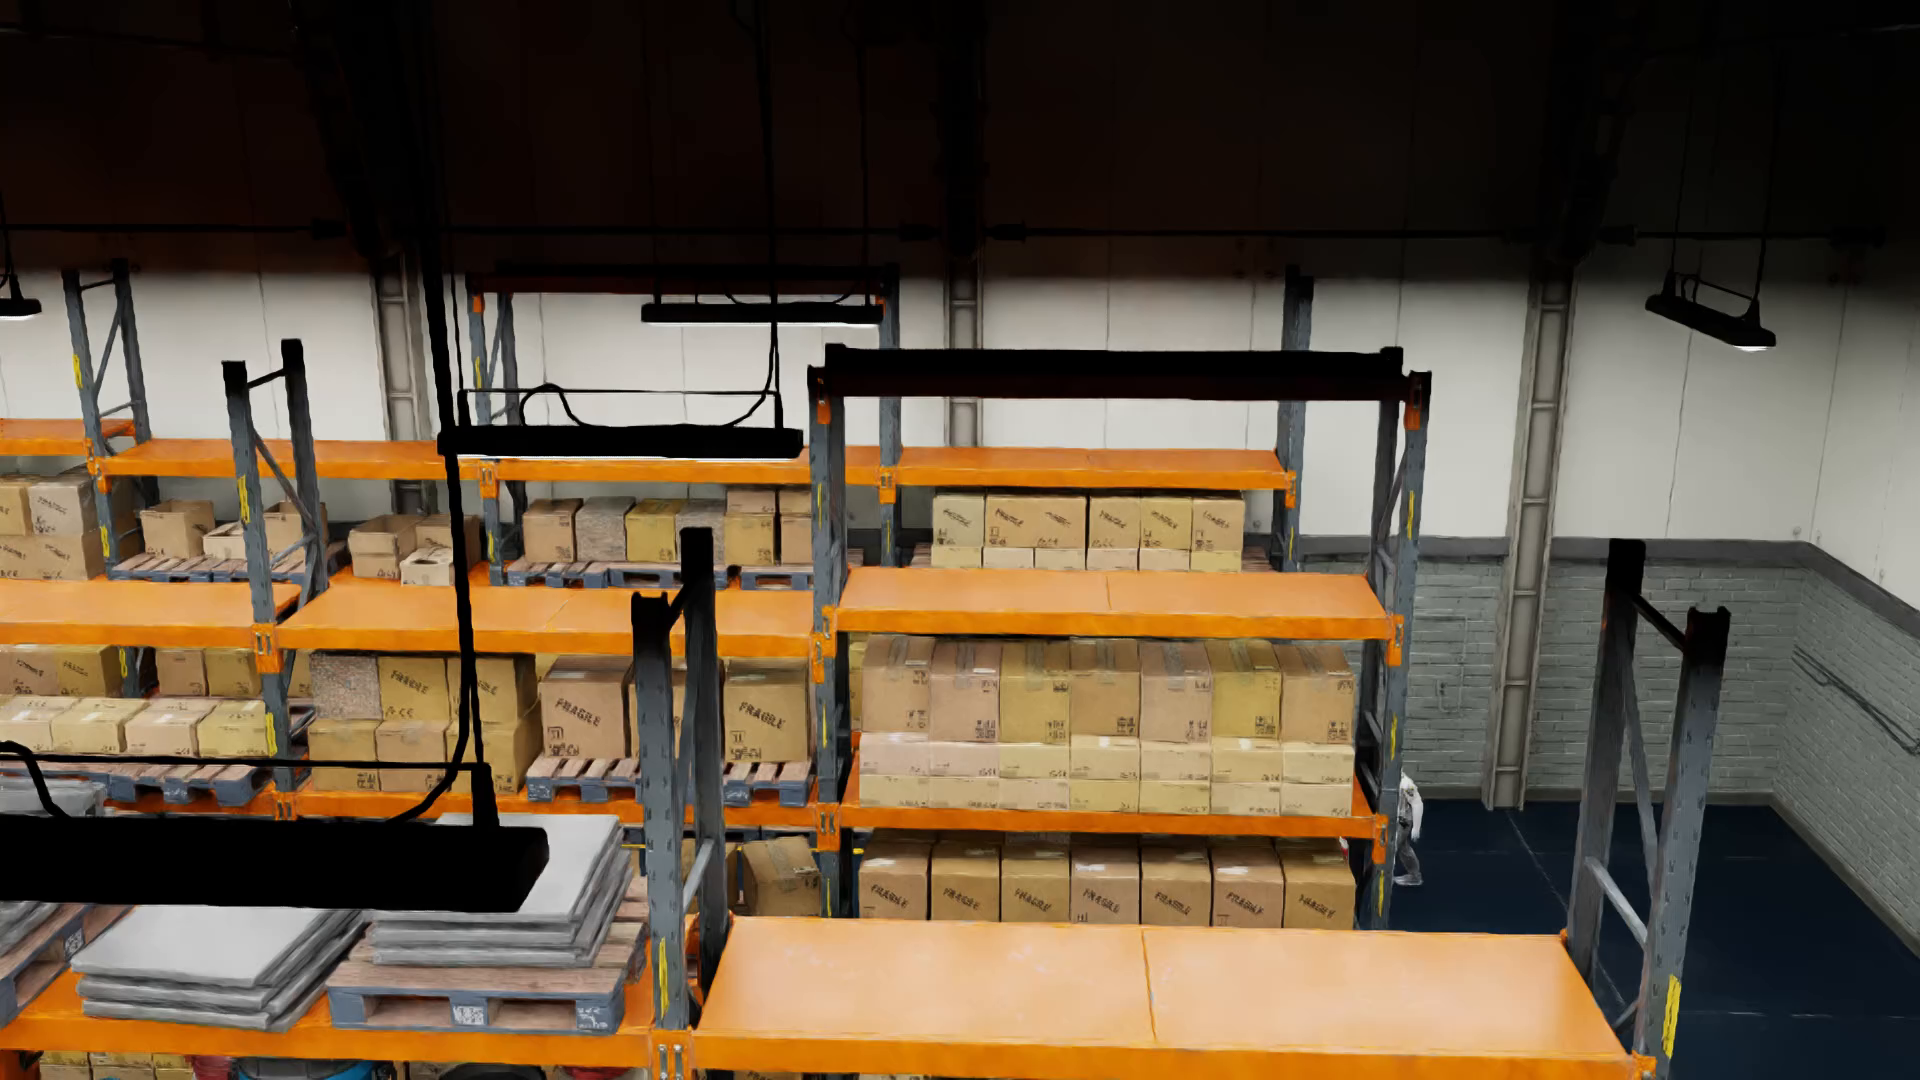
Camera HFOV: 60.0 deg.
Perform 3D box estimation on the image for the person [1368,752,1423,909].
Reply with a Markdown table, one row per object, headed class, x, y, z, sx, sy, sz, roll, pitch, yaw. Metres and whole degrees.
| class | x | y | z | sx | sy | sz | roll | pitch | yaw |
| --- | --- | --- | --- | --- | --- | --- | --- | --- | --- |
| person | 4.275 | 2.745 | 16.248 | 0.807 | 1.610 | 0.639 | -4 | 17 | -13 |
